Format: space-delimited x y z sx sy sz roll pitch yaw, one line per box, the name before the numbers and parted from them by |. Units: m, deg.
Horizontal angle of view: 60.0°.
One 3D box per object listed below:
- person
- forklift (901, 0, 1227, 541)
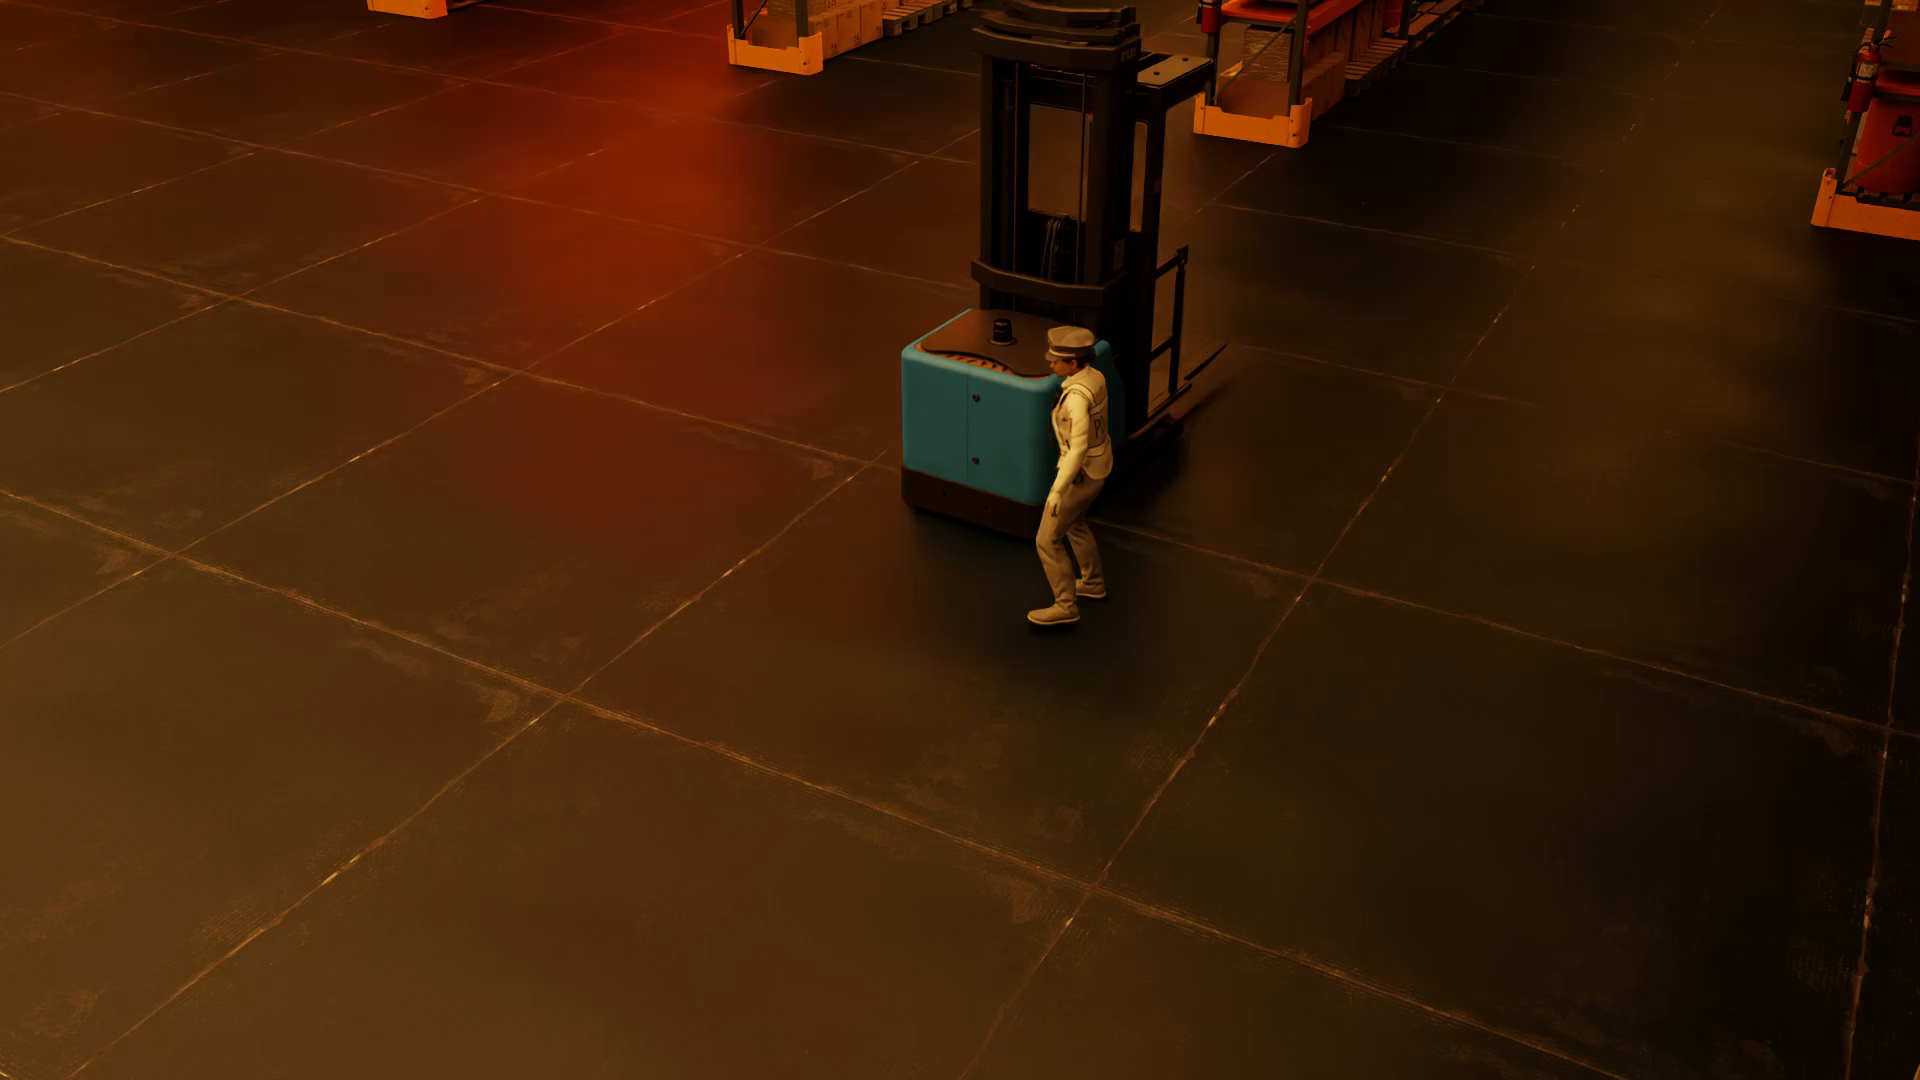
person | 0.628 -0.357 8.987 0.380 1.640 0.696 7 31 12
forklift | 0.846 -1.962 10.470 1.130 2.935 3.031 17 34 27
